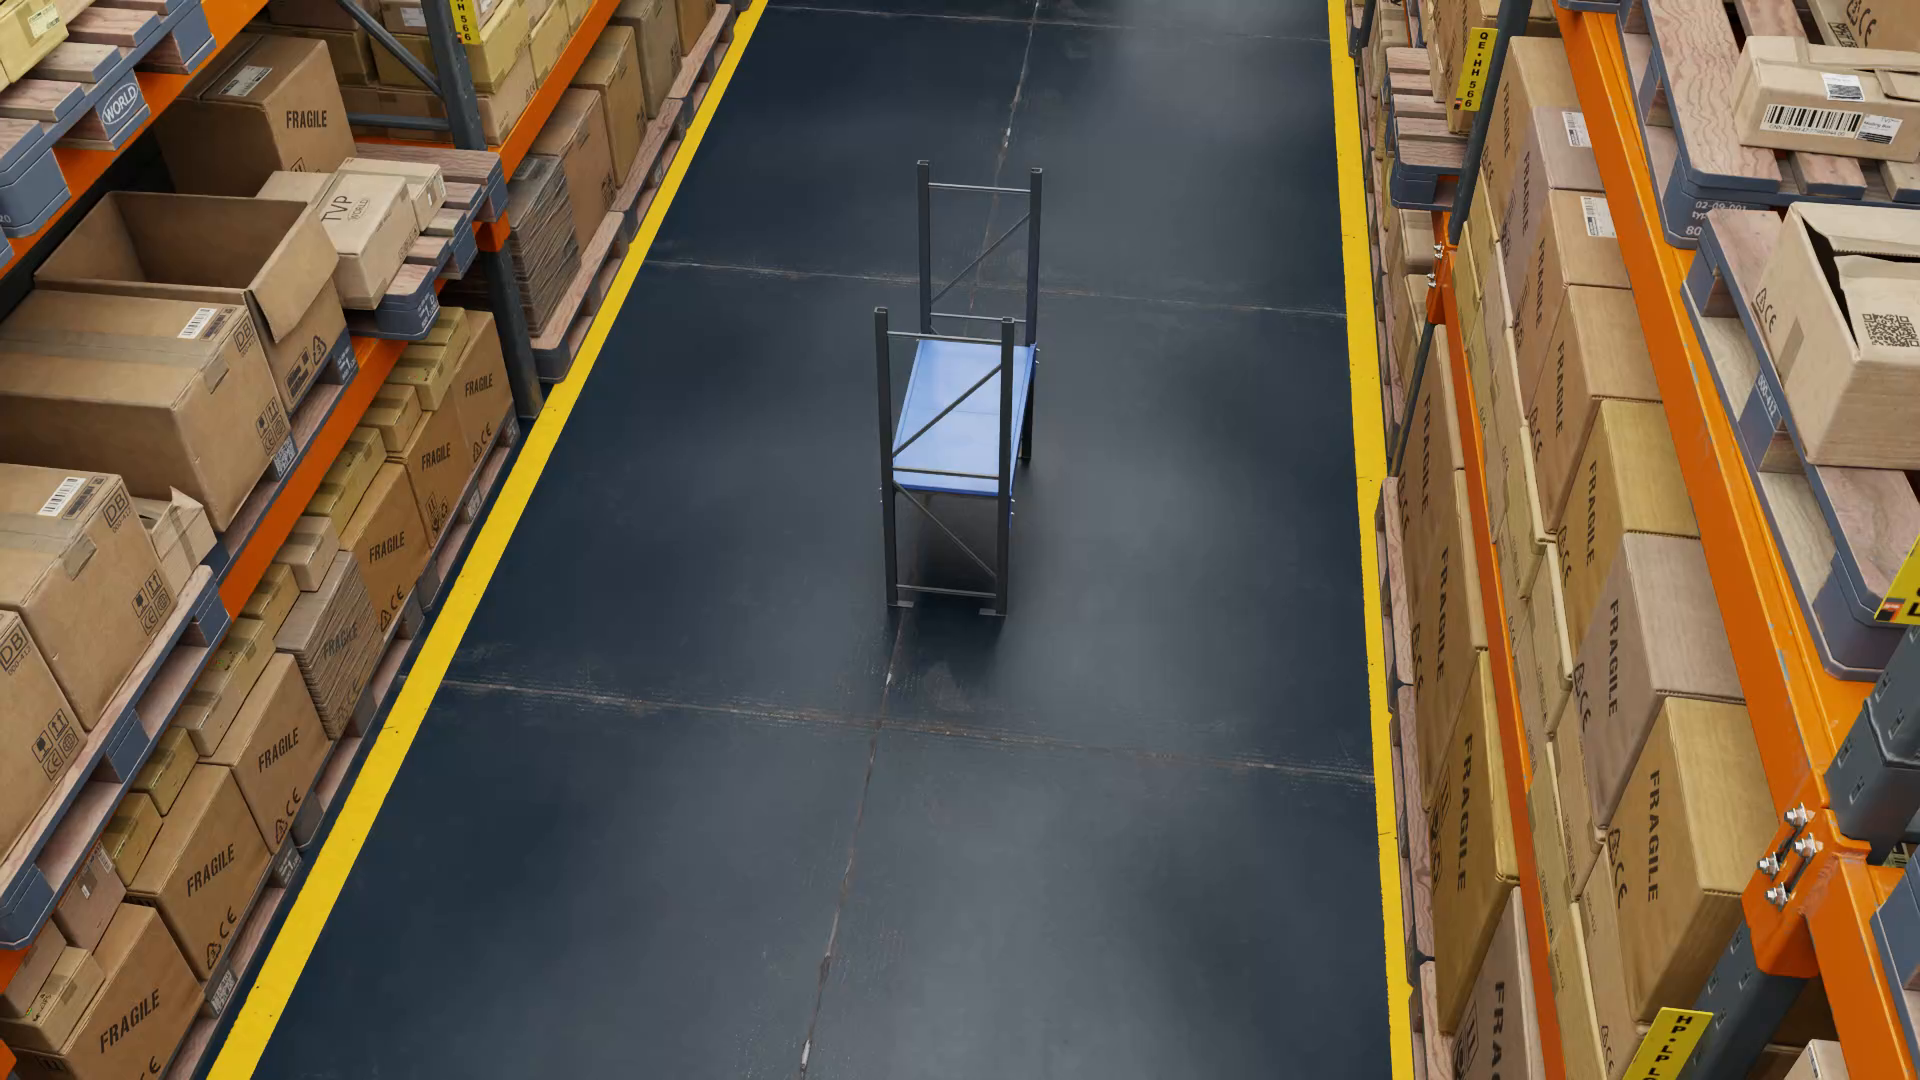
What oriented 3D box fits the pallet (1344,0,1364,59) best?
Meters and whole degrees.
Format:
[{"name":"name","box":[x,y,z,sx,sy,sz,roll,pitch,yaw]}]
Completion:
[{"name":"pallet","box":[3.017,-3.465,10.756,1.003,0.211,1.213,5,44,6]}]

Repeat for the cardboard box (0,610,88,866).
[{"name":"cardboard box","box":[-2.729,0.489,4.174,0.700,0.500,0.500,6,44,7]}]

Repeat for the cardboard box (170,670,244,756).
[{"name":"cardboard box","box":[-2.629,0.559,5.518,0.380,0.149,0.250,5,44,5]}]

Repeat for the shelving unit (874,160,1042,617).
[{"name":"shelving unit","box":[0.011,-0.603,6.796,0.538,1.500,1.048,5,44,6]}]

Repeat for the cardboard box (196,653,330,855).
[{"name":"cardboard box","box":[-2.597,0.729,5.811,0.500,0.500,0.500,4,44,4]}]

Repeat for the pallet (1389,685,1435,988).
[{"name":"pallet","box":[2.092,1.081,5.954,1.003,0.211,1.213,5,44,6]}]

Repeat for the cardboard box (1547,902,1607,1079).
[{"name":"cardboard box","box":[1.715,1.161,3.951,0.500,0.250,0.500,4,44,5]}]

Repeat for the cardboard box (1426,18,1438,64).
[{"name":"cardboard box","box":[2.238,-2.133,7.198,0.380,0.149,0.250,3,44,4]}]

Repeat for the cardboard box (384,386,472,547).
[{"name":"cardboard box","box":[-2.406,-0.336,6.936,0.500,0.500,0.500,5,44,5]}]

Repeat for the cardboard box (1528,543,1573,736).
[{"name":"cardboard box","box":[1.844,0.291,4.507,0.500,0.250,0.500,6,44,7]}]

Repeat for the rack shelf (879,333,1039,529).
[{"name":"rack shelf","box":[0.011,-0.472,6.919,0.538,0.185,1.000,5,44,6]}]

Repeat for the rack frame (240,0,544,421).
[{"name":"rack frame","box":[-2.486,-1.739,6.905,1.000,3.000,0.127,5,44,6]}]

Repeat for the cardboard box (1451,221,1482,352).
[{"name":"cardboard box","box":[2.120,-0.926,6.155,0.500,0.250,0.500,5,44,5]}]

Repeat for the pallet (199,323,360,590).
[{"name":"pallet","box":[-2.739,-0.344,5.571,1.003,0.211,1.213,5,44,6]}]

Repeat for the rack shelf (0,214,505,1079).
[{"name":"rack shelf","box":[-2.751,-0.115,5.713,1.077,0.370,4.000,5,44,6]}]

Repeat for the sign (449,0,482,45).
[{"name":"sign","box":[-1.947,-2.088,6.489,0.100,0.325,0.005,5,44,6]}]

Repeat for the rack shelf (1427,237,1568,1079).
[{"name":"rack shelf","box":[2.170,0.334,5.239,1.077,0.370,4.000,5,44,6]}]

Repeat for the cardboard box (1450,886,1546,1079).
[{"name":"cardboard box","box":[1.908,1.625,4.593,0.875,0.875,0.875,6,44,7]}]

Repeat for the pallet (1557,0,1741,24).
[{"name":"pallet","box":[2.402,-1.868,4.997,1.213,0.211,1.003,7,44,7]}]

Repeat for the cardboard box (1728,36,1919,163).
[{"name":"cardboard box","box":[2.007,-1.024,3.832,0.380,0.166,0.250,9,44,9]}]

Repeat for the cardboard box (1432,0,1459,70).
[{"name":"cardboard box","box":[2.276,-2.276,6.878,0.500,0.500,0.500,5,44,5]}]

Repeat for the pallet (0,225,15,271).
[{"name":"pallet","box":[-2.859,-0.472,3.522,1.213,0.211,1.003,5,44,6]}]

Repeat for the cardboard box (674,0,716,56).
[{"name":"cardboard box","box":[-2.015,-3.399,10.080,0.875,0.625,0.625,7,44,7]}]

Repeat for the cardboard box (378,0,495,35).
[{"name":"cardboard box","box":[-2.152,-2.202,6.849,0.380,0.149,0.250,6,44,7]}]

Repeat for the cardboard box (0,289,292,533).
[{"name":"cardboard box","box":[-2.557,-0.399,5.112,0.700,0.500,0.500,5,44,5]}]

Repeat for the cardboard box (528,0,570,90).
[{"name":"cardboard box","box":[-2.114,-2.307,7.614,0.500,0.250,0.500,4,44,5]}]

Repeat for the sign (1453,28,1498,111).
[{"name":"sign","box":[1.895,-1.725,6.106,0.100,0.325,0.005,5,44,6]}]

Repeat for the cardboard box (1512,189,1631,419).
[{"name":"cardboard box","box":[1.987,-0.686,4.993,0.500,0.500,0.500,6,44,7]}]

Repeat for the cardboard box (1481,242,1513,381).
[{"name":"cardboard box","box":[2.053,-0.743,5.598,0.500,0.250,0.500,6,44,7]}]

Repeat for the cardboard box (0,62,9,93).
[{"name":"cardboard box","box":[-2.449,-1.064,3.815,0.380,0.149,0.250,5,44,5]}]

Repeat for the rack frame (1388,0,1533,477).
[{"name":"rack frame","box":[2.434,-1.291,6.432,1.000,3.000,0.127,5,44,6]}]

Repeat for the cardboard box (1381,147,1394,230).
[{"name":"cardboard box","box":[2.714,-1.893,8.674,0.950,0.372,0.625,7,44,7]}]

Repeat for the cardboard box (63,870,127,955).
[{"name":"cardboard box","box":[-2.744,1.090,4.958,0.380,0.149,0.250,4,44,4]}]

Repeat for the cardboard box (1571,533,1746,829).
[{"name":"cardboard box","box":[1.777,0.355,3.893,0.500,0.500,0.500,6,44,6]}]

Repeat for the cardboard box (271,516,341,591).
[{"name":"cardboard box","box":[-2.504,0.041,6.066,0.380,0.149,0.250,3,44,4]}]

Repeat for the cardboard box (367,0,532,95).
[{"name":"cardboard box","box":[-2.161,-2.144,7.079,0.500,0.250,0.500,5,44,5]}]

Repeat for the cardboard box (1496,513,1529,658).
[{"name":"cardboard box","box":[1.933,0.120,5.051,0.500,0.250,0.500,5,44,6]}]

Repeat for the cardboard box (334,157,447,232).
[{"name":"cardboard box","box":[-2.193,-1.318,6.338,0.380,0.149,0.250,6,44,6]}]

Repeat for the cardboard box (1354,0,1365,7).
[{"name":"cardboard box","box":[2.775,-3.598,10.563,0.500,0.250,0.500,7,44,7]}]

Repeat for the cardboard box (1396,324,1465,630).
[{"name":"cardboard box","box":[2.261,-0.209,6.528,0.875,0.875,0.875,5,44,5]}]

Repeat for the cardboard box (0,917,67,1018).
[{"name":"cardboard box","box":[-2.764,1.172,4.655,0.380,0.149,0.250,5,44,5]}]

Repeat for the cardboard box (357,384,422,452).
[{"name":"cardboard box","box":[-2.384,-0.496,6.633,0.380,0.149,0.250,4,44,4]}]

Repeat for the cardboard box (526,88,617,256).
[{"name":"cardboard box","box":[-2.312,-1.899,8.496,0.875,0.625,0.625,7,44,7]}]

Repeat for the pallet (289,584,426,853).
[{"name":"pallet","box":[-2.786,0.608,6.455,1.003,0.211,1.213,5,44,6]}]

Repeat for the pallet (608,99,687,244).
[{"name":"pallet","box":[-2.175,-2.113,9.328,1.003,0.211,1.213,5,44,6]}]

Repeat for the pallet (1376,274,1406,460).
[{"name":"pallet","box":[2.539,-0.811,7.953,1.003,0.211,1.213,5,44,6]}]
